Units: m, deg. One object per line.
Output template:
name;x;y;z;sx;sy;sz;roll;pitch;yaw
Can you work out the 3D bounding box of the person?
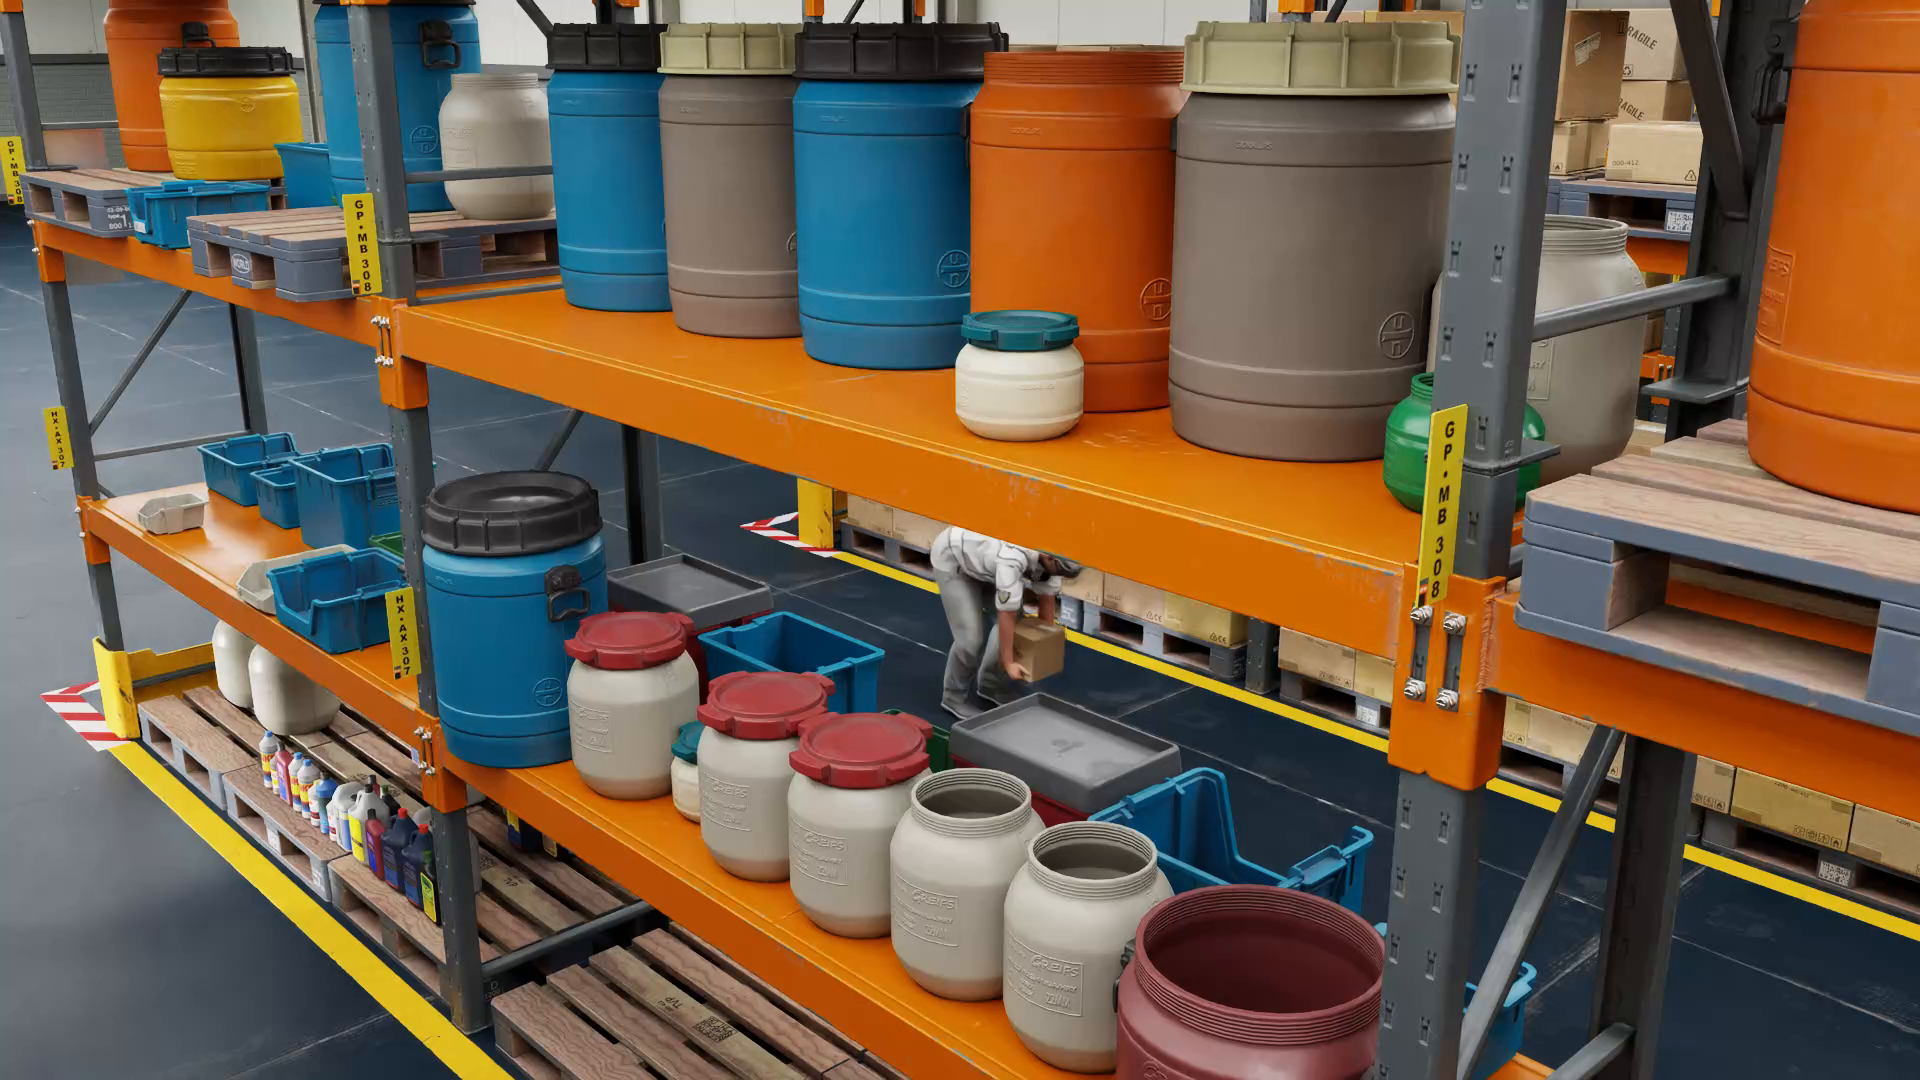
person;0.290;0.436;9.077;1.038;1.195;0.490;16;24;42
